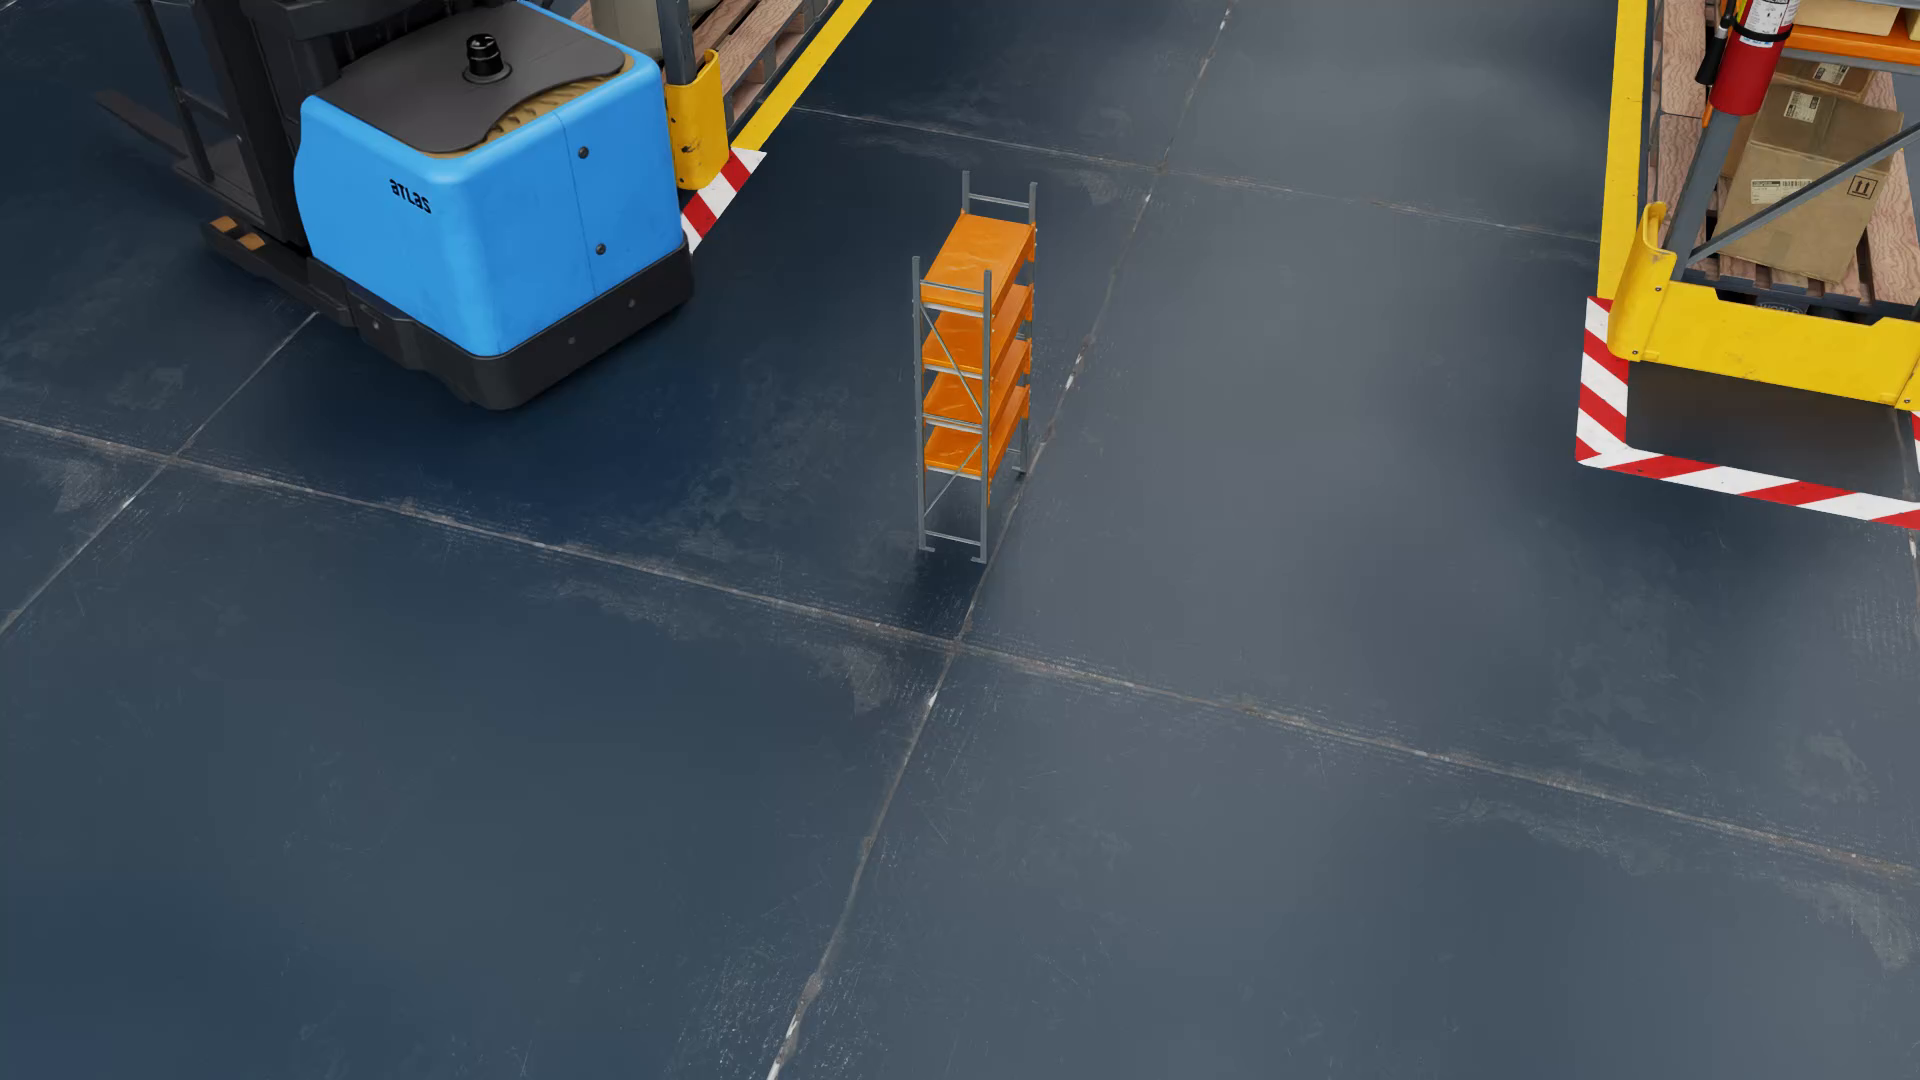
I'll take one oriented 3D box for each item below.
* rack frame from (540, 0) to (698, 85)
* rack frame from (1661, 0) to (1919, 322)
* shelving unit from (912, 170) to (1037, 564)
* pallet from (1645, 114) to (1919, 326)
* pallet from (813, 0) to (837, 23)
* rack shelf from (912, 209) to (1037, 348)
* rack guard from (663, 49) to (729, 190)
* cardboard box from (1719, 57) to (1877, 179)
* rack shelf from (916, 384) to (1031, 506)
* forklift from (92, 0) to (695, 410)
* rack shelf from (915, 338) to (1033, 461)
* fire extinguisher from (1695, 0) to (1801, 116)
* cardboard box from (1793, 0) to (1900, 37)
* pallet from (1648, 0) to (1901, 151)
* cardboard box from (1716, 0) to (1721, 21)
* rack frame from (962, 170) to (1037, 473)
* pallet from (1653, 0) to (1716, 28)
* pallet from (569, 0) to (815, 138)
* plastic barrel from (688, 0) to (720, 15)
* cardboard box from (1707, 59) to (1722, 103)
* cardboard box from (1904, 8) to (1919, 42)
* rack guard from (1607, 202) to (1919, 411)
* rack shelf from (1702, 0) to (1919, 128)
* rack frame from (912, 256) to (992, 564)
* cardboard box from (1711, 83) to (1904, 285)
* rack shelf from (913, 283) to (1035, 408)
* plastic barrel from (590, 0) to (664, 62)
[{"bbox_3d":[-1.613,-2.780,6.446,1.000,3.000,0.127,13,46,13],"label":"rack frame"},{"bbox_3d":[3.107,-1.731,5.374,1.000,3.000,0.127,13,46,13],"label":"rack frame"},{"bbox_3d":[0.050,-0.539,5.443,0.258,1.200,0.503,13,46,12],"label":"shelving unit"},{"bbox_3d":[3.410,-1.319,6.947,1.003,0.211,1.213,13,46,13],"label":"pallet"},{"bbox_3d":[-1.013,-3.195,8.864,1.003,0.211,1.213,13,46,13],"label":"pallet"},{"bbox_3d":[0.050,-0.820,5.168,0.258,0.148,0.480,13,46,12],"label":"rack shelf"},{"bbox_3d":[-1.635,-1.947,7.383,1.175,0.500,0.348,13,46,13],"label":"rack guard"},{"bbox_3d":[3.460,-1.806,6.938,0.500,0.500,0.500,24,49,23],"label":"cardboard box"},{"bbox_3d":[0.050,-0.349,5.629,0.258,0.148,0.480,13,46,12],"label":"rack shelf"},{"bbox_3d":[-2.525,-2.400,6.107,3.031,2.935,1.130,30,52,27],"label":"forklift"},{"bbox_3d":[0.050,-0.491,5.490,0.258,0.148,0.480,13,46,12],"label":"rack shelf"},{"bbox_3d":[2.633,-1.725,5.423,0.296,0.674,0.183,13,46,13],"label":"fire extinguisher"},{"bbox_3d":[2.997,-1.875,5.701,0.380,0.149,0.250,13,46,13],"label":"cardboard box"},{"bbox_3d":[3.781,-2.130,7.775,1.003,0.211,1.213,13,46,13],"label":"pallet"},{"bbox_3d":[3.880,-2.582,7.731,0.500,0.500,0.500,9,45,9],"label":"cardboard box"},{"bbox_3d":[0.124,-0.702,5.609,0.240,1.200,0.015,13,46,12],"label":"rack frame"},{"bbox_3d":[4.149,-2.945,8.609,1.003,0.211,1.213,13,46,13],"label":"pallet"},{"bbox_3d":[-1.384,-2.384,8.036,1.003,0.211,1.213,13,46,13],"label":"pallet"},{"bbox_3d":[-1.335,-2.830,7.976,0.421,0.512,0.421,0,44,0],"label":"plastic barrel"},{"bbox_3d":[3.668,-2.219,7.360,0.500,0.500,0.500,17,47,16],"label":"cardboard box"},{"bbox_3d":[3.421,-1.781,5.605,0.380,0.149,0.250,13,46,13],"label":"cardboard box"},{"bbox_3d":[3.130,-0.888,6.300,1.175,0.500,0.348,13,46,13],"label":"rack guard"},{"bbox_3d":[3.713,-2.807,6.988,1.077,0.370,4.000,13,46,13],"label":"rack shelf"},{"bbox_3d":[-0.024,-0.377,5.277,0.240,1.200,0.015,13,46,12],"label":"rack frame"},{"bbox_3d":[3.312,-1.400,6.523,0.500,0.500,0.500,21,48,20],"label":"cardboard box"},{"bbox_3d":[0.050,-0.651,5.334,0.258,0.148,0.480,13,46,12],"label":"rack shelf"},{"bbox_3d":[-1.487,-2.496,7.634,0.421,0.512,0.421,0,44,0],"label":"plastic barrel"}]
